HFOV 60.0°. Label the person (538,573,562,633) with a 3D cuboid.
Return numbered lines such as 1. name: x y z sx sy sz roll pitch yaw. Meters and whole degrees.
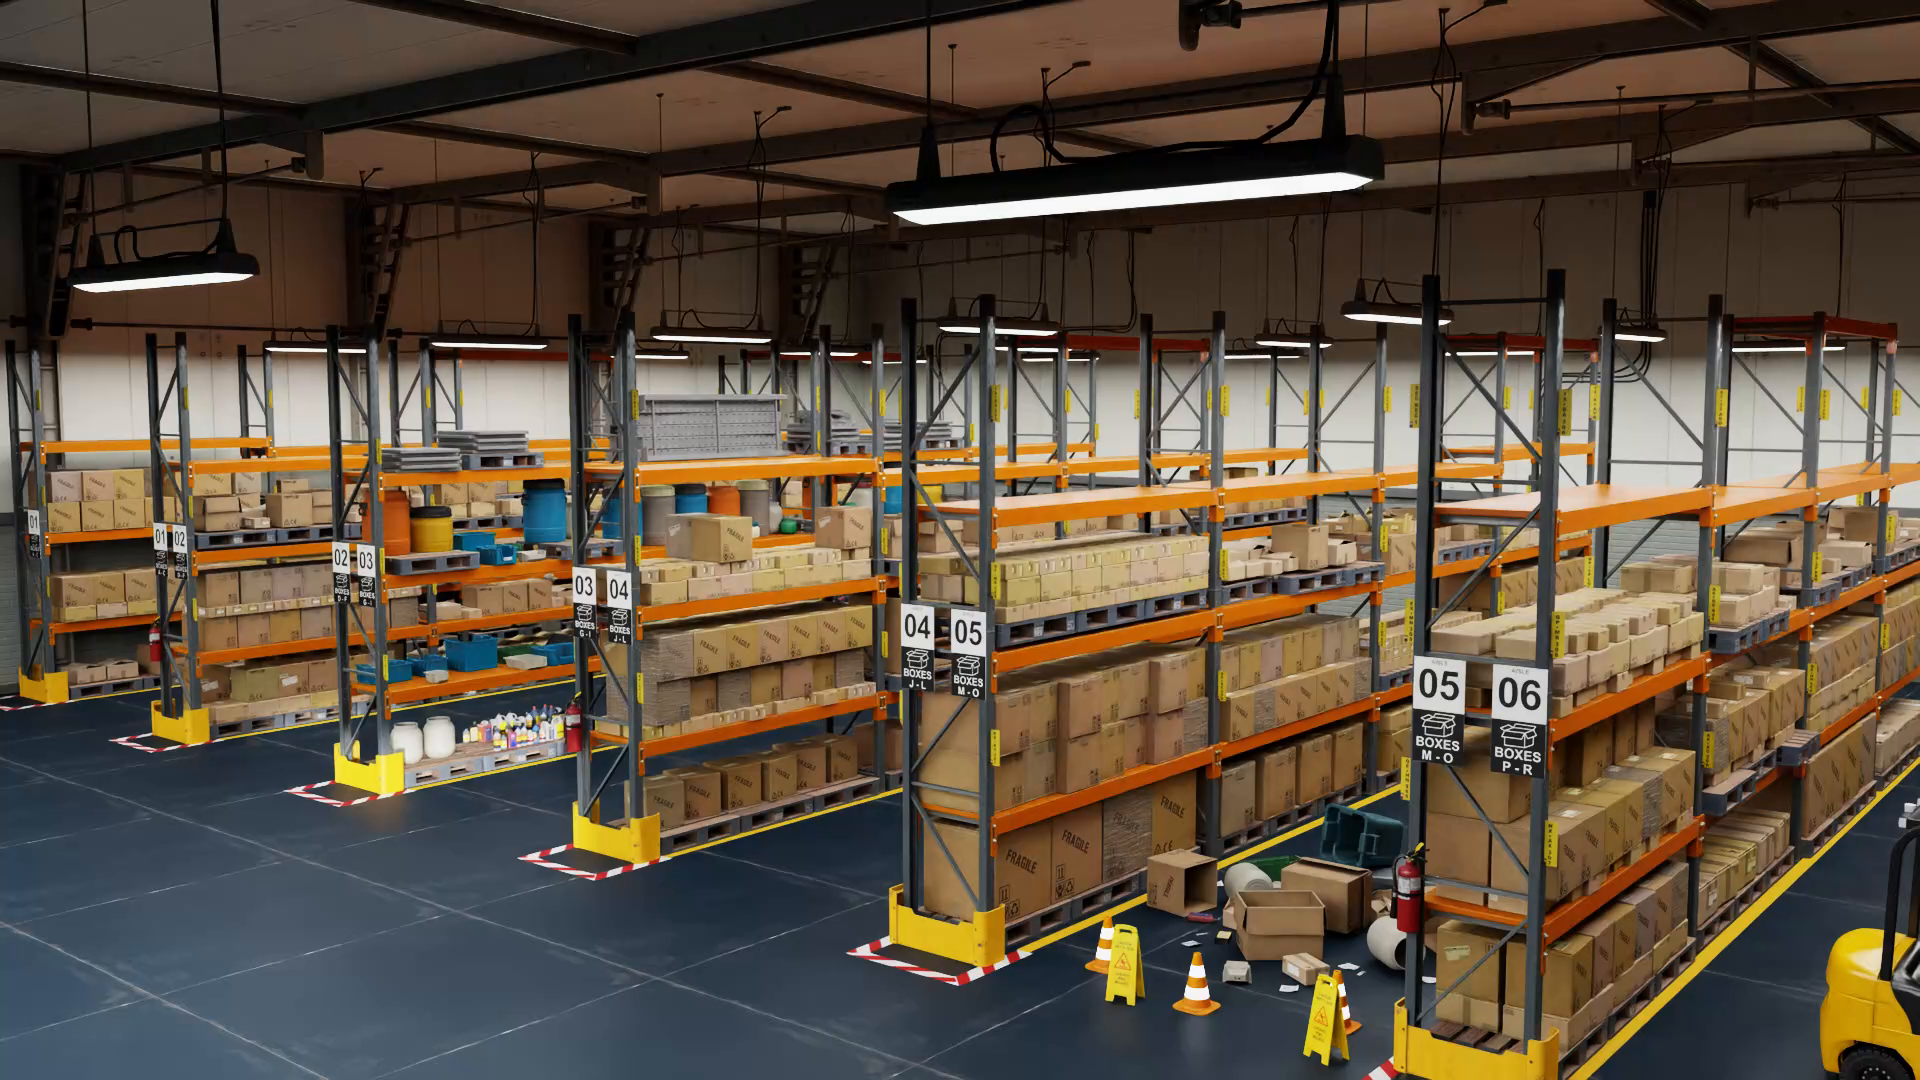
1. person: -7.908 1.468 31.864 0.538 1.645 0.553 -5 7 -45
